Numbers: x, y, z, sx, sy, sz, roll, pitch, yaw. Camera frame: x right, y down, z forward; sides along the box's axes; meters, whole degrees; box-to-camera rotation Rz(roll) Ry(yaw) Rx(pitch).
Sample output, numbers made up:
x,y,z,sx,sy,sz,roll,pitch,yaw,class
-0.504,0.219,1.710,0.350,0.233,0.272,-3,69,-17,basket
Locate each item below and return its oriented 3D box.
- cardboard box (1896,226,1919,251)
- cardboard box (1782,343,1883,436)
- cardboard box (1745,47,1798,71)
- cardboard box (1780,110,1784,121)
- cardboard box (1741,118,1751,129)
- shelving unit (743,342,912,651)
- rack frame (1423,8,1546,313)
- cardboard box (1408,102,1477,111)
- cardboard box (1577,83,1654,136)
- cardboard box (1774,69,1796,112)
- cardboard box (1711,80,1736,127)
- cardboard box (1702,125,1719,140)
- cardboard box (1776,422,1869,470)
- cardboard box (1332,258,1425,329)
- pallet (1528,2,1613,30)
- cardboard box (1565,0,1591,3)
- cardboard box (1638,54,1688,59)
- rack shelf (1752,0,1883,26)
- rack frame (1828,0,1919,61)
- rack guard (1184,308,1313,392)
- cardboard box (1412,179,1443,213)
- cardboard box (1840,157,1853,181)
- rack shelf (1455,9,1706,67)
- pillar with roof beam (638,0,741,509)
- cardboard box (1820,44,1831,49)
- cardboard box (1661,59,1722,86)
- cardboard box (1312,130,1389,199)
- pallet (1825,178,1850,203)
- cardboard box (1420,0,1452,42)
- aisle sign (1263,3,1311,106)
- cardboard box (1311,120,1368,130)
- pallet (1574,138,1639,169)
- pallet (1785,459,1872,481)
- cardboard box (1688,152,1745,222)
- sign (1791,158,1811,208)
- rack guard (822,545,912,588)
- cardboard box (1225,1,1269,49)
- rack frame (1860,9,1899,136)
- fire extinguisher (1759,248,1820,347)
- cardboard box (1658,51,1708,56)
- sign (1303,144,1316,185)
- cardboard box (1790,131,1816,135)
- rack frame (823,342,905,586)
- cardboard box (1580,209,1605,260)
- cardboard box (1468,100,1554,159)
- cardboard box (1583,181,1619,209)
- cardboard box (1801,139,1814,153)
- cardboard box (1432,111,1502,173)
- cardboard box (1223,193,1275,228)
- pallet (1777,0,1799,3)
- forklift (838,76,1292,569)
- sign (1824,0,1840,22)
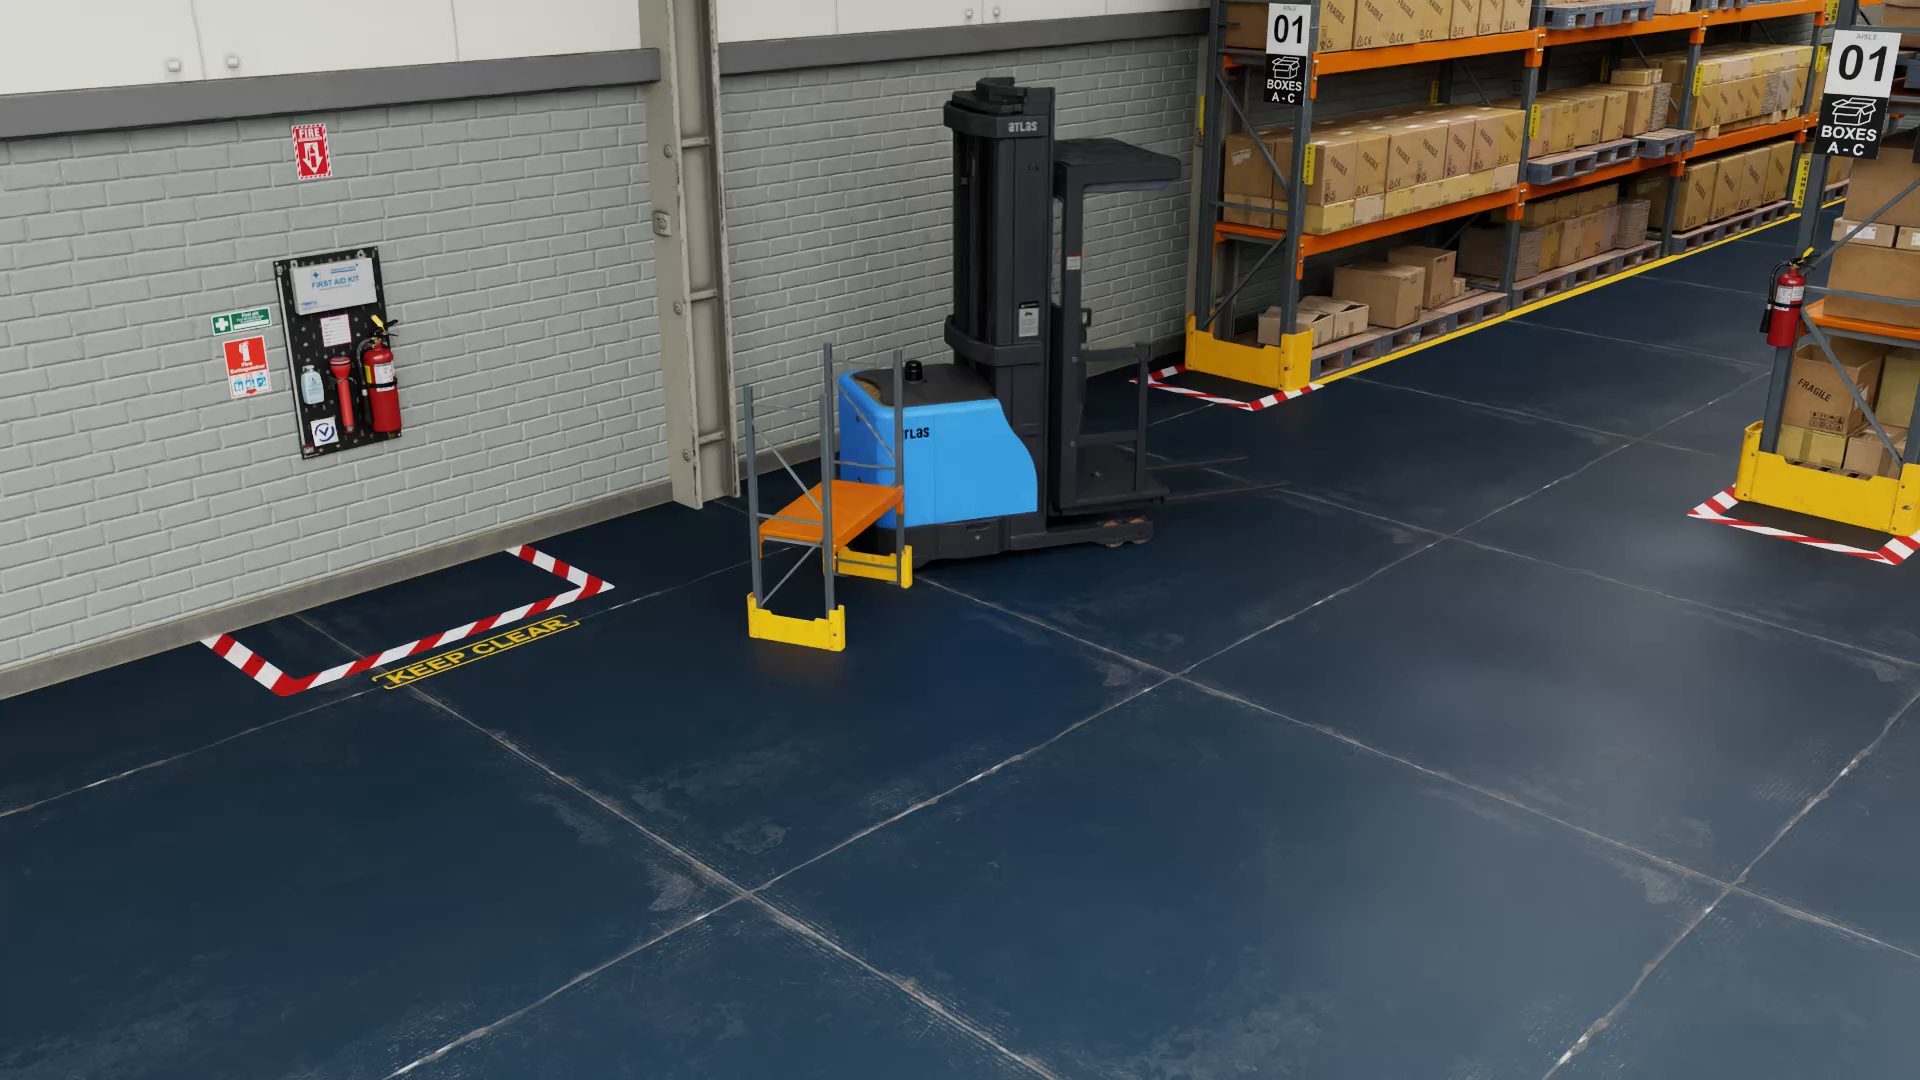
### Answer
x,y,z,sx,sy,sz,roll,pitch,yaw,class
6.485,-2.007,11.071,0.380,0.149,0.250,19,28,40,cardboard box
6.218,-1.085,11.919,0.500,0.500,0.500,19,28,41,cardboard box
10.370,-6.165,21.307,0.500,0.250,0.500,-19,28,-41,cardboard box
10.471,-5.542,21.634,0.250,0.149,0.380,-19,28,-40,cardboard box
9.732,-5.287,20.971,0.250,0.149,0.380,-19,28,-40,cardboard box
-0.760,-0.285,9.725,0.587,1.500,1.083,8,22,20,shelving unit
5.295,-3.877,16.981,1.000,3.000,0.127,19,28,41,rack frame
4.818,-4.098,16.691,0.500,0.500,0.500,18,28,39,cardboard box
7.395,-4.884,18.847,0.700,0.500,0.500,16,26,36,cardboard box
10.386,-5.813,21.436,0.500,0.500,0.500,20,28,41,cardboard box
8.980,-5.293,20.084,0.500,0.500,0.500,-19,28,-40,cardboard box
8.909,-4.934,20.052,0.250,0.149,0.380,-19,28,-40,cardboard box
6.219,-0.734,12.052,0.500,0.250,0.500,19,28,41,cardboard box
3.997,-2.365,15.919,0.700,0.500,0.500,17,27,37,cardboard box
5.802,-5.322,16.820,1.213,0.211,1.003,19,28,41,pallet
6.164,-5.711,17.109,0.500,0.311,0.500,-19,28,-40,cardboard box
8.580,-5.764,20.263,0.500,0.250,0.500,18,27,39,cardboard box
12.271,-7.512,23.260,1.077,0.370,4.000,19,28,41,rack shelf
6.057,-4.410,10.006,1.000,3.000,0.127,19,28,41,rack frame
2.558,-1.702,14.805,1.175,0.500,0.348,19,28,41,rack guard
4.139,-3.230,15.479,0.500,0.250,0.500,20,28,41,cardboard box
12.551,-5.528,24.175,0.700,0.500,0.500,18,27,39,cardboard box
6.691,-5.456,17.909,1.077,0.370,4.000,19,28,41,rack shelf
1.272,-3.426,7.445,9.100,9.000,0.400,19,28,41,pillar with roof beam
12.818,-6.778,24.111,0.980,0.700,0.700,19,28,40,cardboard box
8.607,-5.510,19.602,0.500,0.250,0.500,-19,28,-41,cardboard box
3.405,-3.310,14.642,0.500,0.500,0.500,19,28,41,cardboard box
12.314,-5.123,24.109,1.003,0.211,1.213,19,28,41,pallet
4.035,-4.735,14.865,0.500,0.500,0.500,-18,27,-39,cardboard box
2.670,-3.969,13.596,0.394,0.787,0.004,19,28,41,aisle sign
3.397,-3.574,15.327,0.500,0.500,0.500,18,28,39,cardboard box
6.734,-4.297,18.340,1.003,0.211,1.213,19,28,41,pallet
6.560,-0.516,12.122,1.003,0.211,1.213,19,28,41,pallet
9.308,-4.478,20.954,0.750,0.750,0.750,19,28,40,cardboard box
5.678,-2.400,11.195,0.100,0.325,0.005,19,28,41,sign
-0.581,0.132,10.384,0.587,0.250,0.087,8,22,20,rack guard
2.615,-4.476,14.190,0.500,0.500,0.500,-18,27,-38,cardboard box
13.667,-6.962,25.006,1.000,3.000,0.127,19,28,41,rack frame
5.641,-1.660,11.320,0.296,0.674,0.183,19,28,41,fire extinguisher
8.940,-5.895,20.604,0.500,0.250,0.500,18,28,39,cardboard box
2.894,-3.117,13.797,0.100,0.325,0.005,19,28,41,sign
12.134,-5.780,23.926,0.380,0.149,0.250,19,28,40,cardboard box
-0.580,-0.452,10.160,0.500,1.500,0.032,8,22,20,rack frame
6.852,-3.508,18.891,0.700,0.500,0.500,19,28,40,cardboard box
5.675,-4.251,17.202,0.700,0.500,0.500,19,28,41,cardboard box
7.178,-3.965,19.035,0.500,0.250,0.500,-20,28,-41,cardboard box
11.841,-5.475,23.132,0.250,0.149,0.380,-19,28,-40,cardboard box
4.843,-3.838,16.015,0.500,0.500,0.500,19,28,40,cardboard box
2.692,-2.957,14.768,0.500,0.250,0.500,-20,28,-41,cardboard box
10.272,-6.996,21.182,0.805,0.209,1.217,18,27,39,pallet
0.758,-1.488,10.861,3.031,2.935,1.130,-7,22,-18,forklift
5.678,-3.526,10.762,0.100,0.325,0.005,19,28,41,sign
